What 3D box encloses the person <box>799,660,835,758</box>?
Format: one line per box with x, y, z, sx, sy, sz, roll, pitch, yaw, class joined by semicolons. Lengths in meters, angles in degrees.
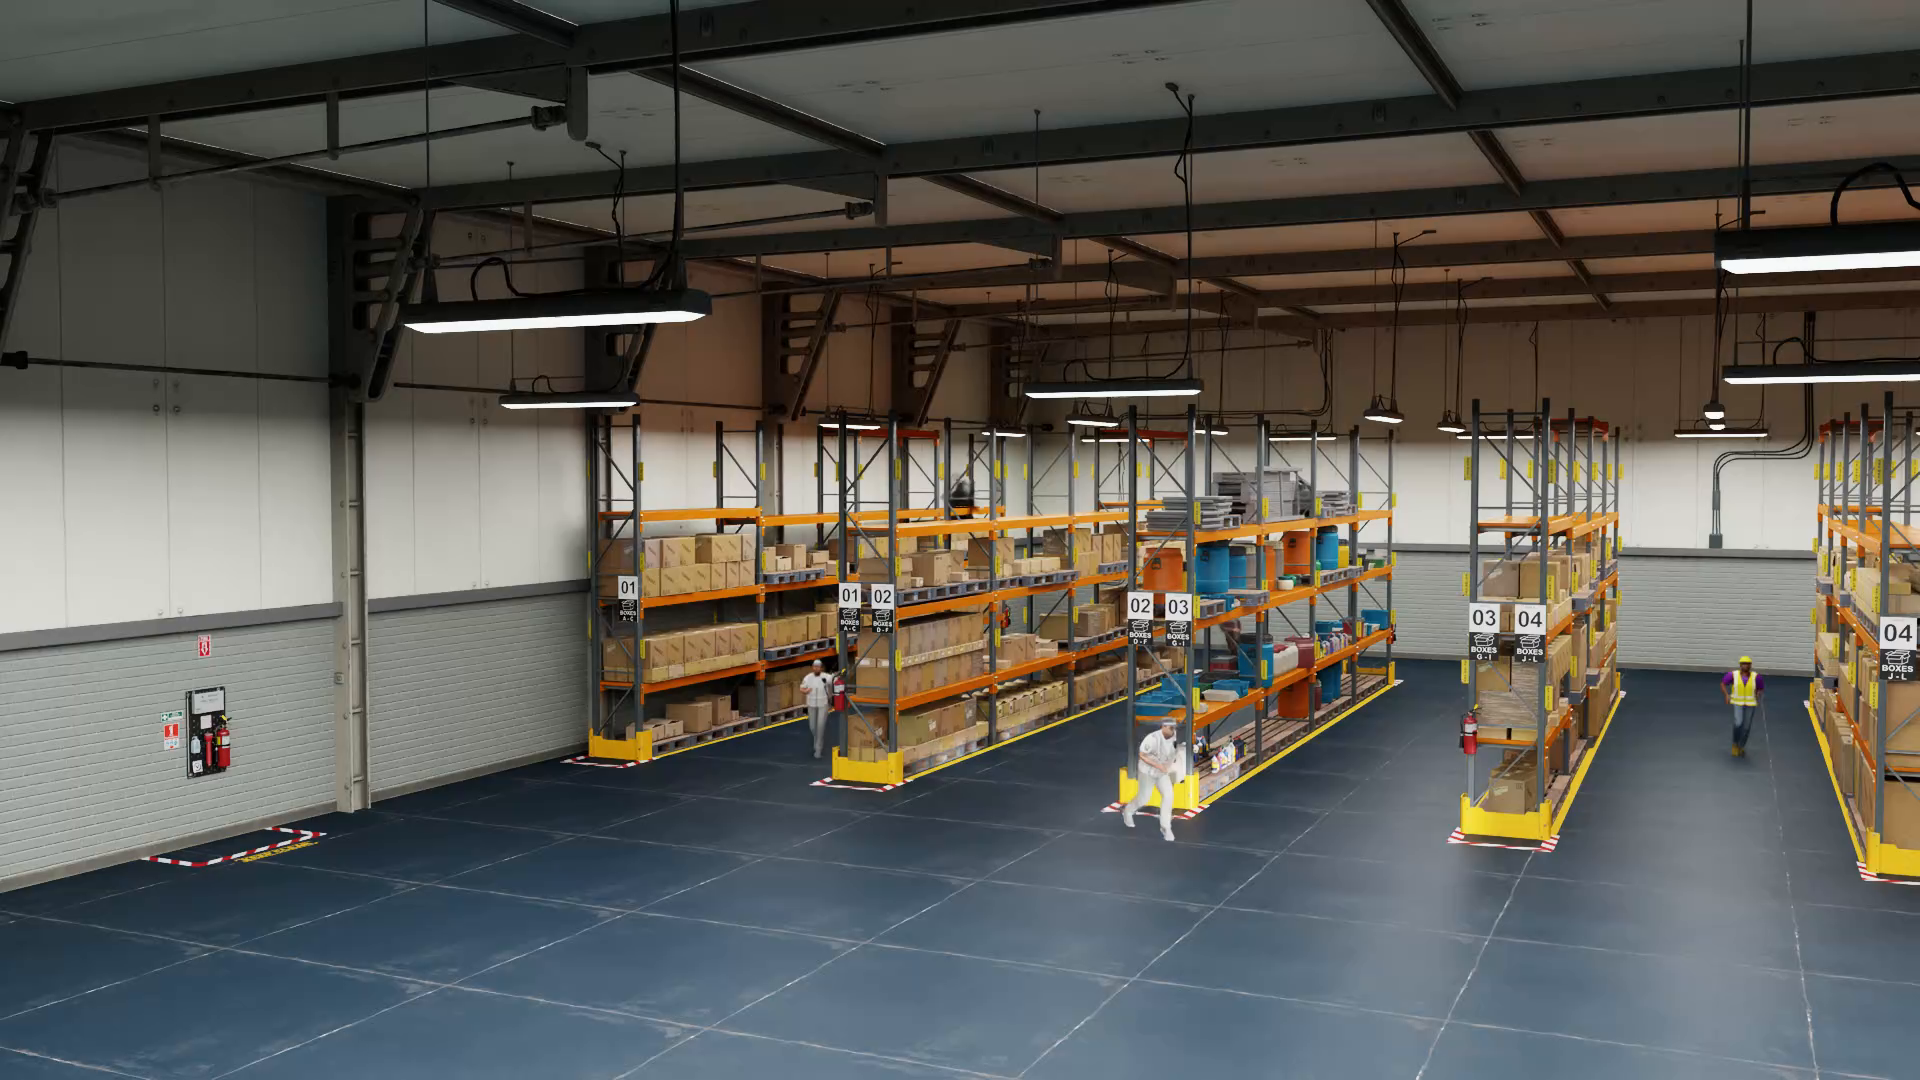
-2.511;2.941;29.376;0.632;1.673;0.902;0;2;6;person

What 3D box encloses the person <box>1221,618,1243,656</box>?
6.721;2.436;40.910;0.689;1.760;0.855;-1;2;-19;person

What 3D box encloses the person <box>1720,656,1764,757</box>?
13.780;2.926;29.246;0.673;1.777;0.710;1;2;15;person

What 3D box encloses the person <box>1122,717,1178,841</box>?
2.624;3.245;22.955;0.703;1.720;1.022;-2;3;-39;person
